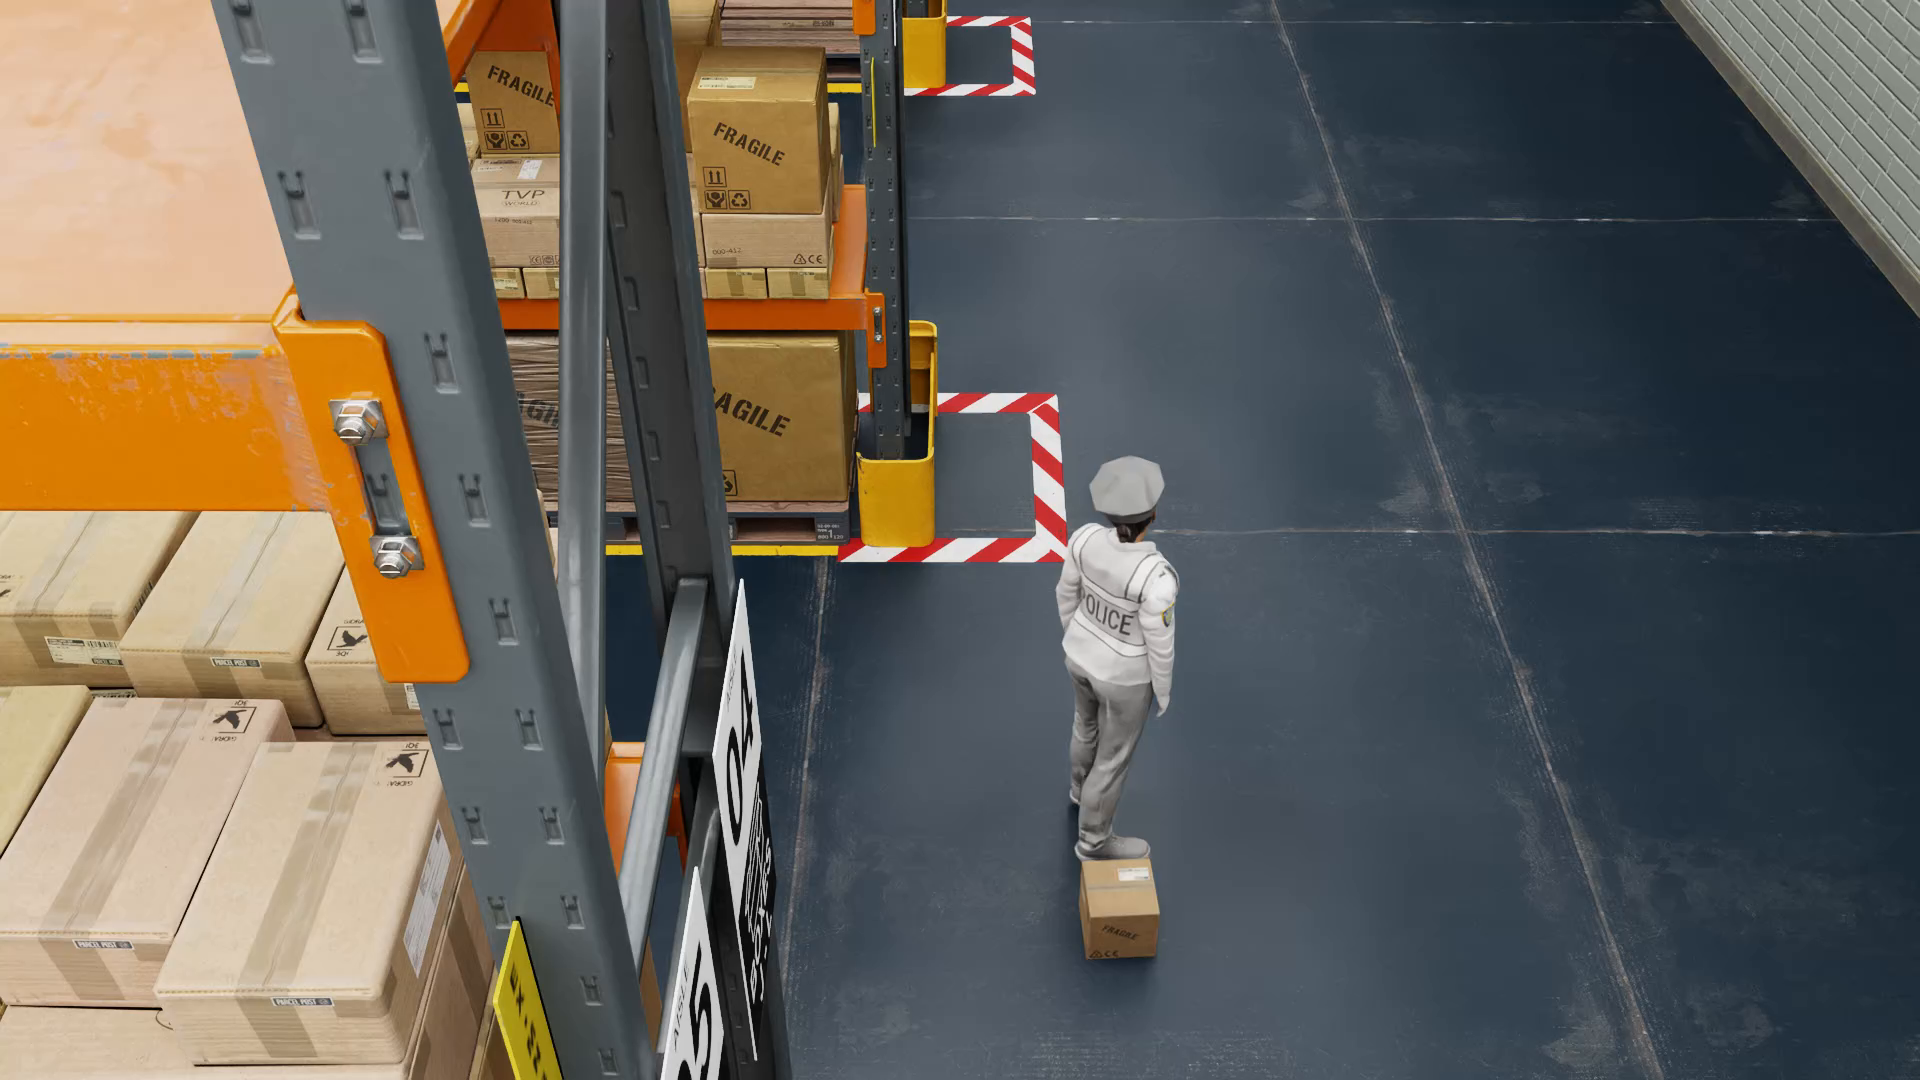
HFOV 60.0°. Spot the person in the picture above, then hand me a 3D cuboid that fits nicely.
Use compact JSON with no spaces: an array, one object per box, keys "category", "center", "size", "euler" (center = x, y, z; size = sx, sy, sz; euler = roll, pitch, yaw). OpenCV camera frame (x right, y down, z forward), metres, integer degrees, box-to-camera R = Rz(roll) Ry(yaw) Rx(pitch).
[{"category":"person","center":[0.560,0.441,5.945],"size":[0.457,1.671,0.521],"euler":[-28,47,-30]}]
